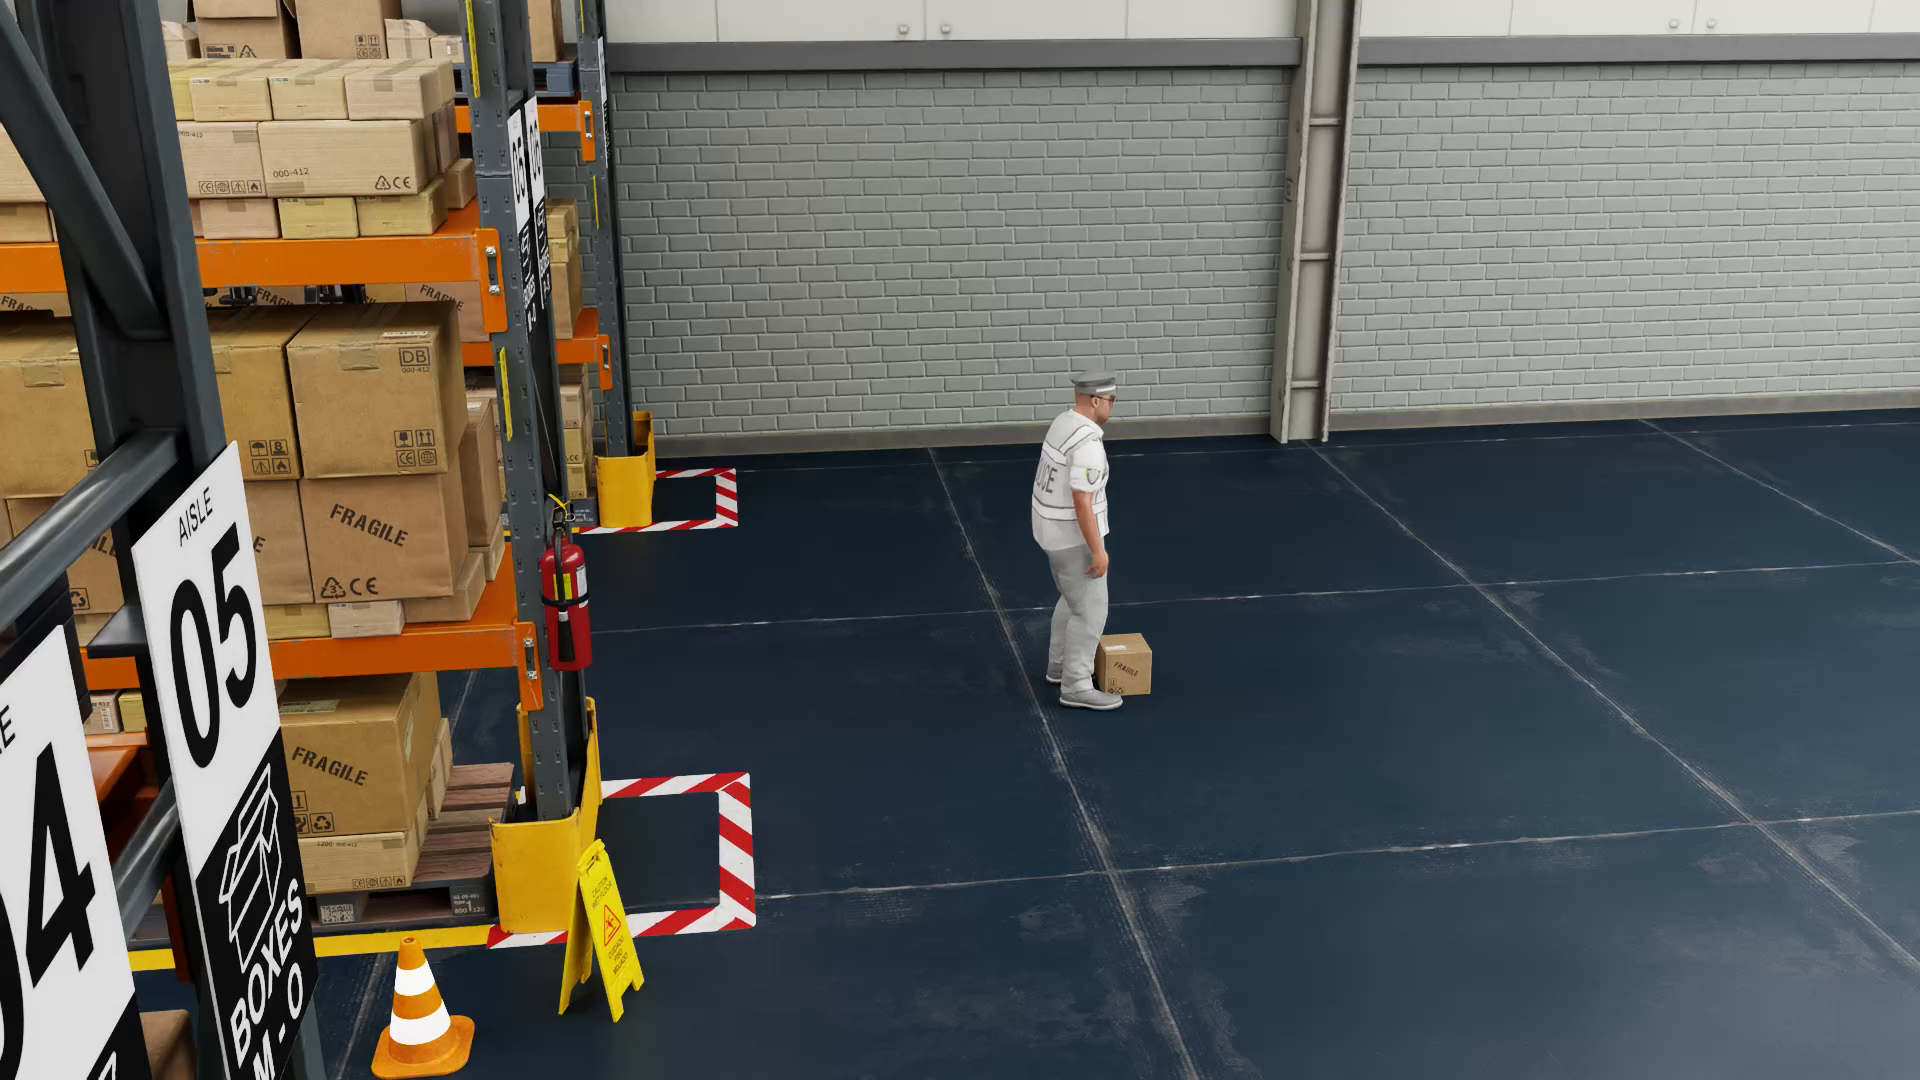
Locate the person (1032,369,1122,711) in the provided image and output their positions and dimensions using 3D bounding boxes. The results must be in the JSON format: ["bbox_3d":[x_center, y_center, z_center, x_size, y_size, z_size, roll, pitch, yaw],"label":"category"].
[{"bbox_3d":[0.599,-0.019,8.613,0.433,1.747,0.588,-4,20,-10],"label":"person"}]
